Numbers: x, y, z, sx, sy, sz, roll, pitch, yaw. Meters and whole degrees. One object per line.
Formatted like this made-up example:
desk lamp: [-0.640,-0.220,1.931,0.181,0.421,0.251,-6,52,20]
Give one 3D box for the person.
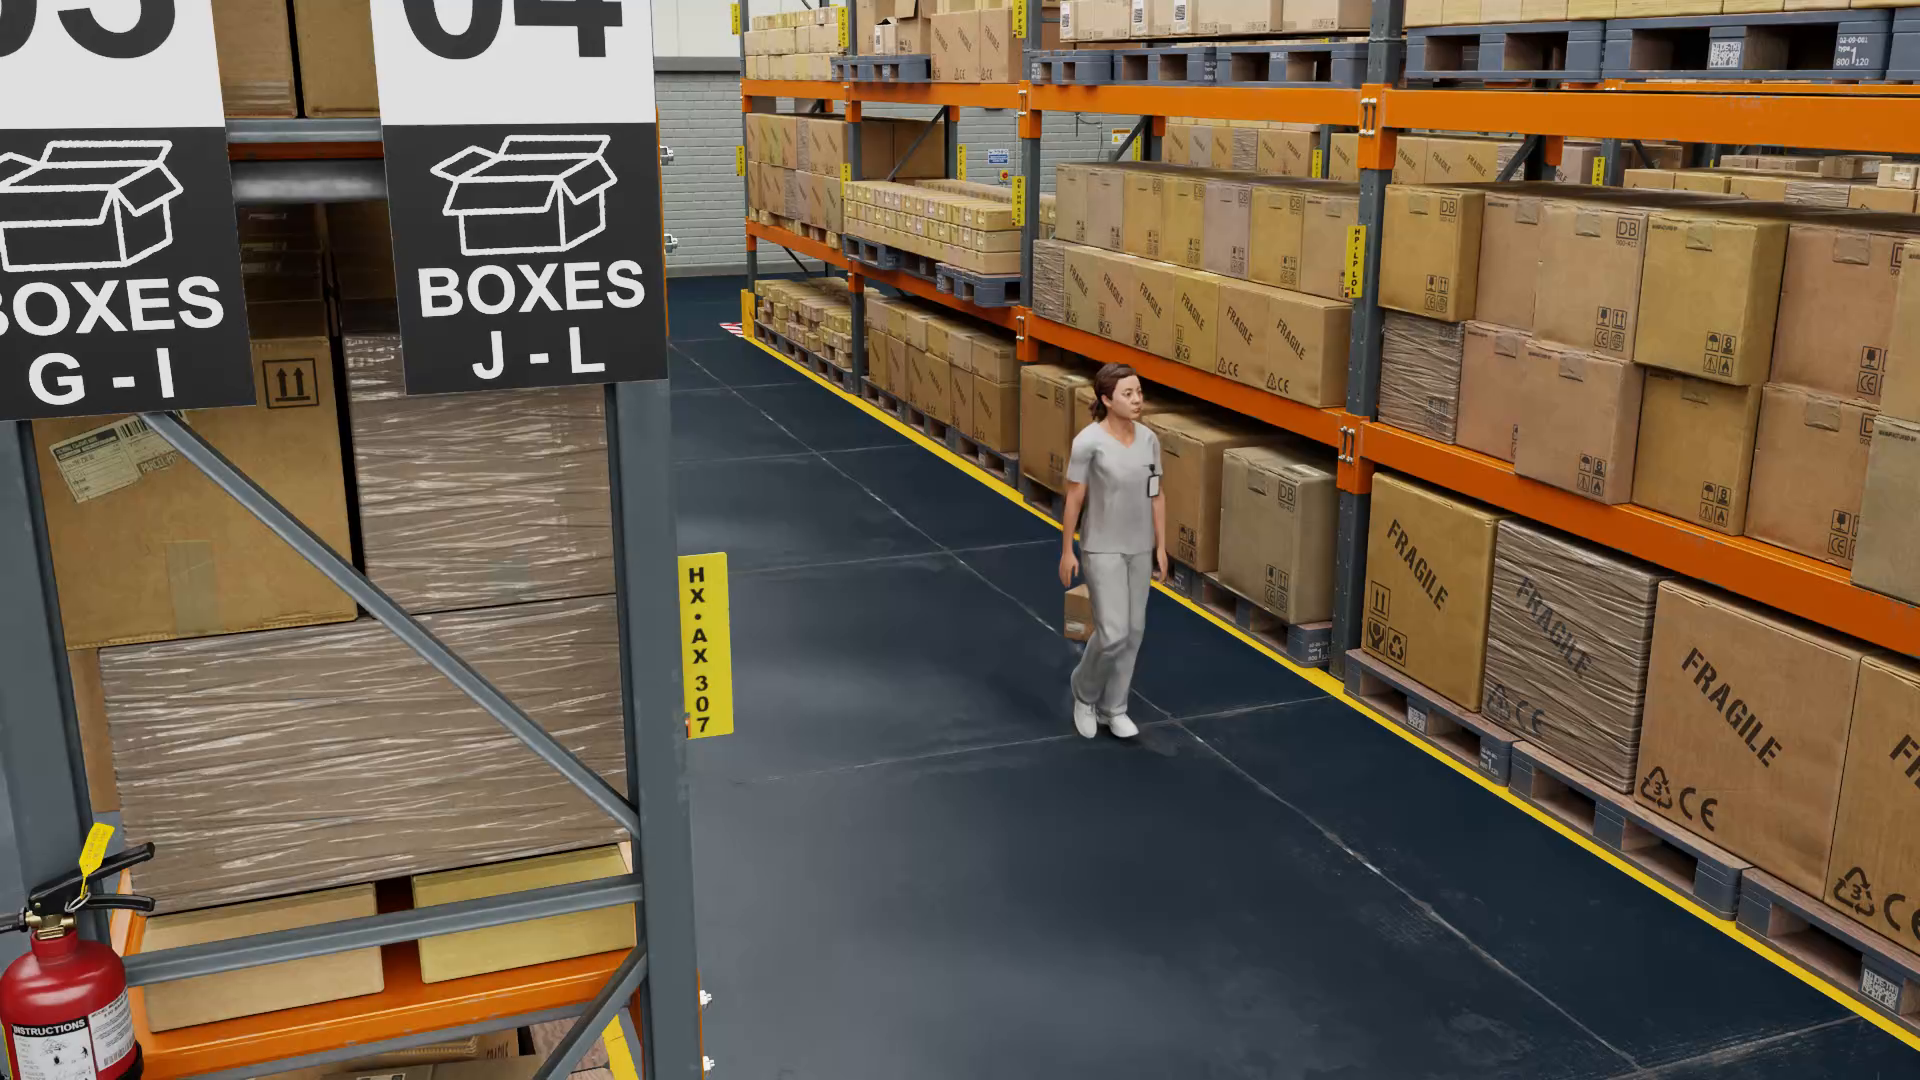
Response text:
person: [0.694,0.070,7.198,0.477,1.671,0.437,-9,18,-29]
